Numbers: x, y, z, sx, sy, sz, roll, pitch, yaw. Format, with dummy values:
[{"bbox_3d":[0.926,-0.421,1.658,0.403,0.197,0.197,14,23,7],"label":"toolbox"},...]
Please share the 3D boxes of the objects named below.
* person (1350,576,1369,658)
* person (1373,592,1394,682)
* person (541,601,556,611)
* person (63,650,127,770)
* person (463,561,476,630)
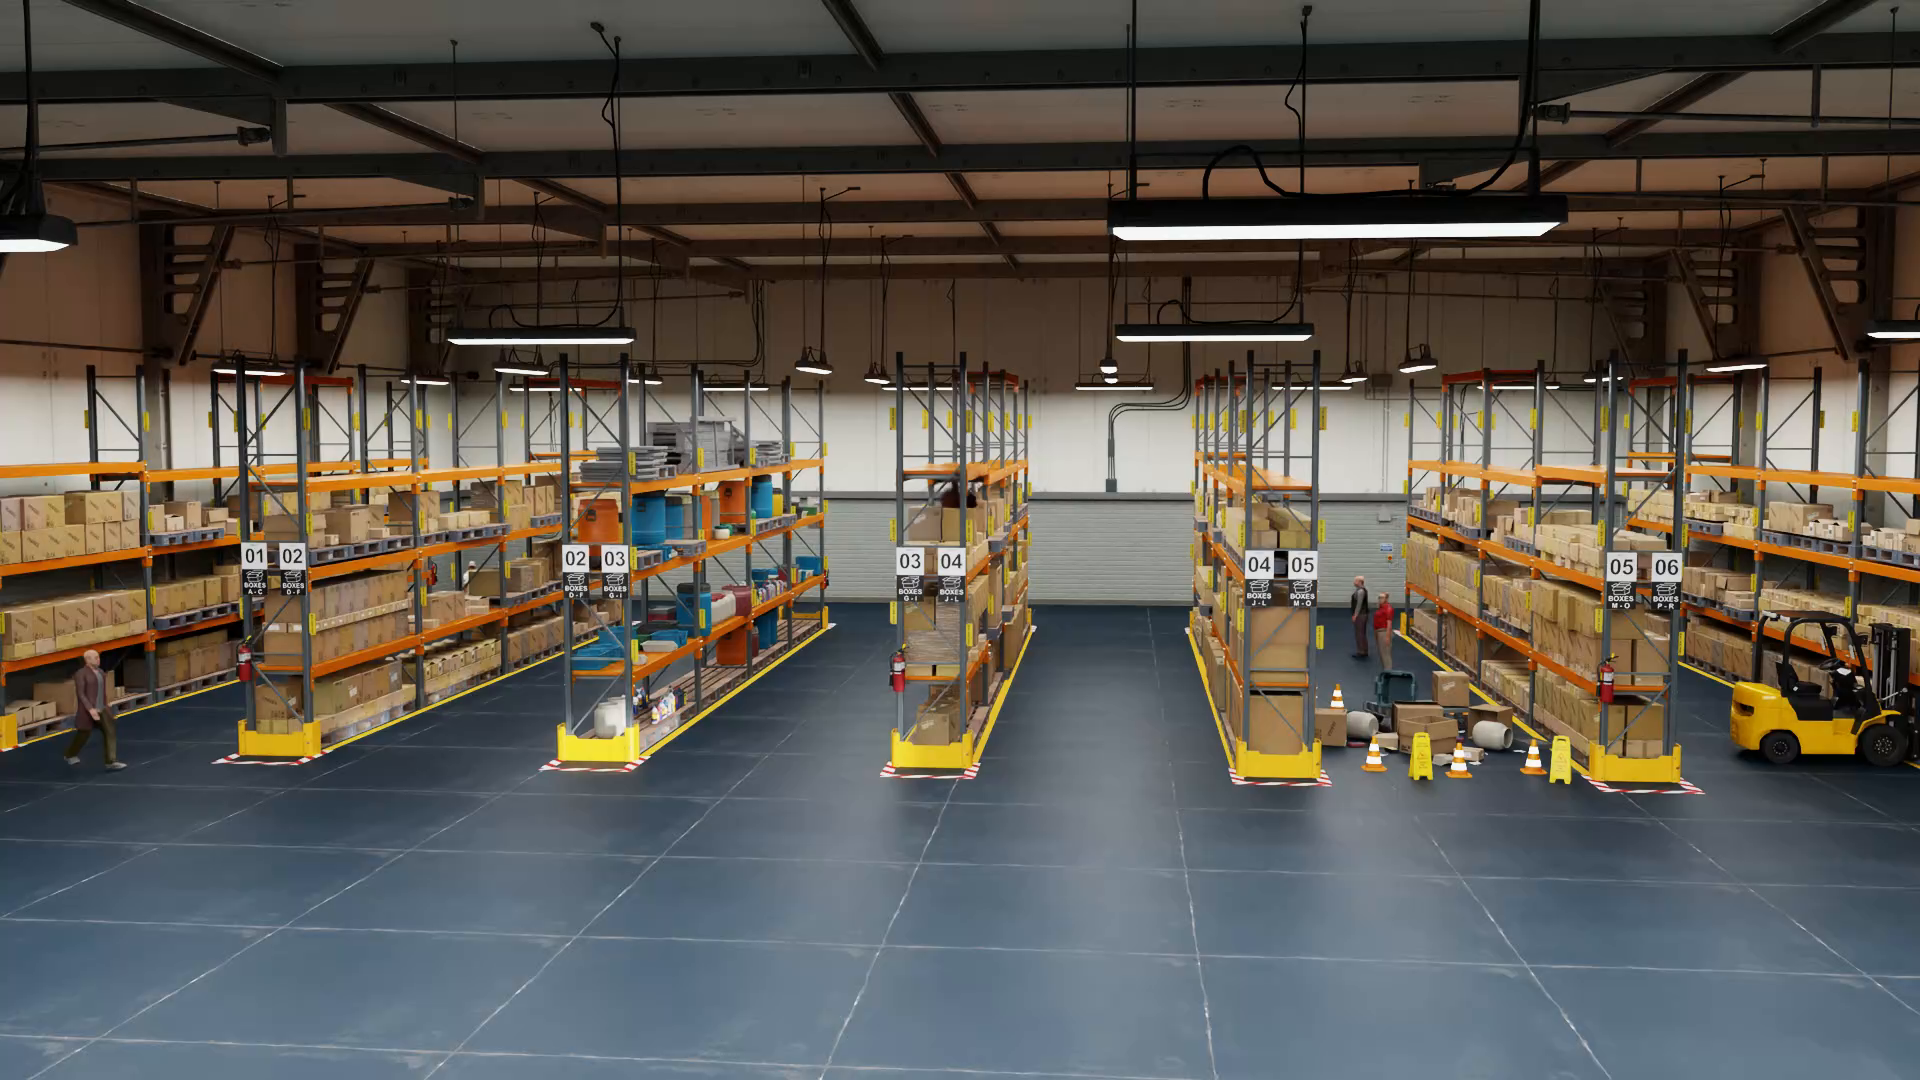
[{"bbox_3d":[8.509,1.633,35.365,0.366,1.736,0.614,2,4,24],"label":"person"},{"bbox_3d":[8.137,1.864,32.009,0.367,1.728,0.572,1,4,9],"label":"person"},{"bbox_3d":[-10.607,1.201,43.067,0.500,1.478,0.437,2,5,30],"label":"person"},{"bbox_3d":[-12.499,2.442,23.910,1.075,1.734,0.541,2,4,25],"label":"person"},{"bbox_3d":[-11.657,1.349,39.928,0.413,1.697,0.502,2,4,25],"label":"person"}]
